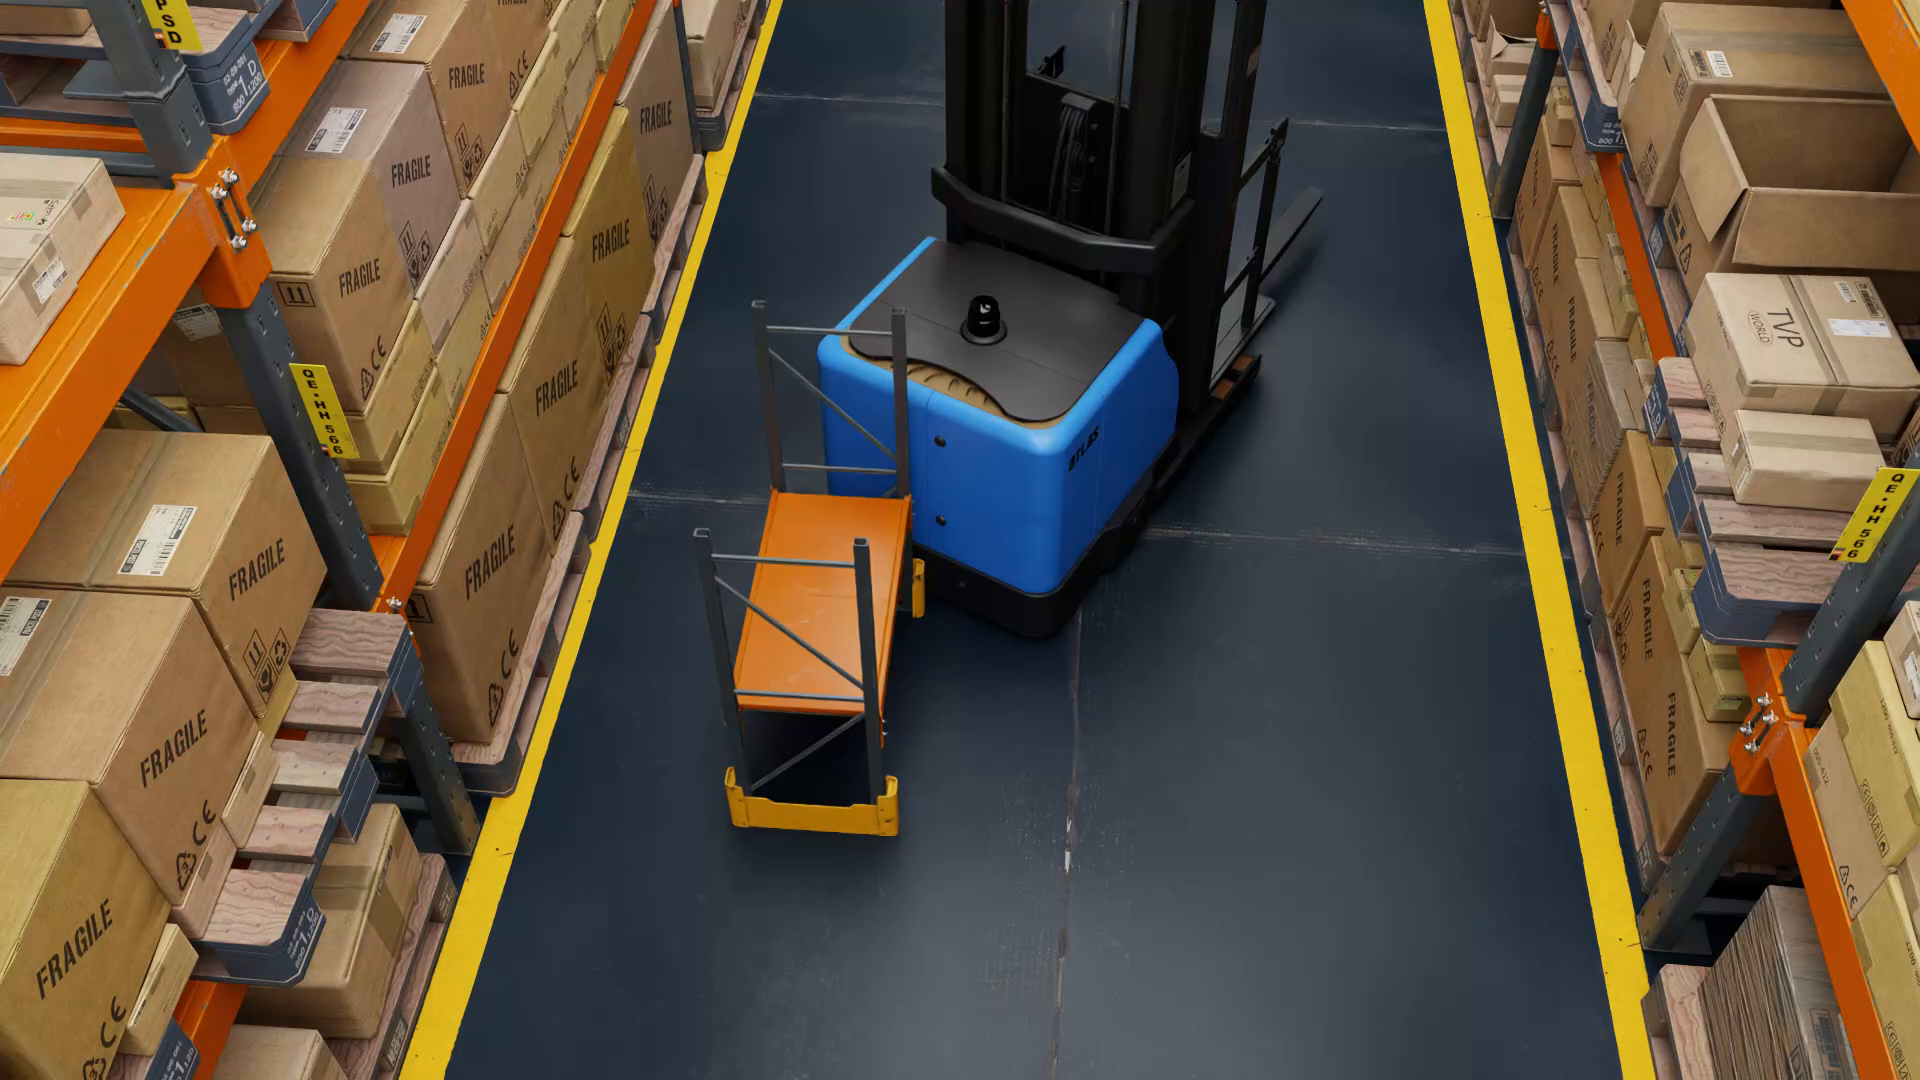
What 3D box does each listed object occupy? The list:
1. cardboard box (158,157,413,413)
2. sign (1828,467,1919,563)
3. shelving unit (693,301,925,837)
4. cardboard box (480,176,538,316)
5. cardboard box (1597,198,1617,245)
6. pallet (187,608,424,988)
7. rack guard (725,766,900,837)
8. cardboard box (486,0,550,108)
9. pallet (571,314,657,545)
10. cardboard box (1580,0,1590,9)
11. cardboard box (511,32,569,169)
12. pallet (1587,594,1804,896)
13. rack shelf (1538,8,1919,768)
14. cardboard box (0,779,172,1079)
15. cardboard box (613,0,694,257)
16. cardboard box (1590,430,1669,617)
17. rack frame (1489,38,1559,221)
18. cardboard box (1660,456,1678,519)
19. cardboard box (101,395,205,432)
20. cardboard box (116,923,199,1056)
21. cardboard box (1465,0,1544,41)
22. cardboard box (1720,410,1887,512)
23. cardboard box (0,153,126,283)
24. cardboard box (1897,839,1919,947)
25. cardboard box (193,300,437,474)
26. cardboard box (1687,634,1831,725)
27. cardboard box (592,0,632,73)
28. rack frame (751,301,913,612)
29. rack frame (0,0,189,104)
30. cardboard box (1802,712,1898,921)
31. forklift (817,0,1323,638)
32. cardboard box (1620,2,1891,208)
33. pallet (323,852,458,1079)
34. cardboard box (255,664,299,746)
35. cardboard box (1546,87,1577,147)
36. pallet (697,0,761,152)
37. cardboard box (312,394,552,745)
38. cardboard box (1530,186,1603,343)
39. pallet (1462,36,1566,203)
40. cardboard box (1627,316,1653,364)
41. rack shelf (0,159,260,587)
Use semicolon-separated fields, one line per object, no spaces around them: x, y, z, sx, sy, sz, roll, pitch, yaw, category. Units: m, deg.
-1.892;-0.711;4.623;0.500;0.500;0.500;2;48;2;cardboard box
2.221;-0.057;4.038;0.100;0.325;0.005;4;48;4;sign
-0.468;0.117;5.627;0.587;1.500;1.083;3;48;3;shelving unit
-1.803;-1.050;5.779;0.500;0.250;0.500;5;48;5;cardboard box
2.858;-1.273;6.852;0.380;0.149;0.250;3;48;3;cardboard box
-2.140;0.601;4.297;1.213;0.211;1.003;4;48;4;pallet
-0.507;0.905;5.753;0.587;0.250;0.087;3;48;3;rack guard
-1.745;-1.826;5.642;0.500;0.500;0.500;5;48;4;cardboard box
-1.920;-0.522;7.084;1.003;0.211;1.213;4;48;4;pallet
2.860;-2.438;6.594;0.700;0.500;0.500;5;48;5;cardboard box
-1.724;-1.585;5.930;0.500;0.250;0.500;5;48;4;cardboard box
2.868;0.732;5.938;1.003;0.211;1.213;4;48;4;pallet
2.945;-0.890;6.019;1.077;0.370;4.000;4;48;4;rack shelf
-2.027;0.834;3.400;0.500;0.500;0.500;1;48;1;cardboard box
-1.793;-1.897;7.608;0.875;0.875;0.875;5;48;5;cardboard box
2.688;-0.038;6.162;0.500;0.500;0.500;6;48;5;cardboard box
3.127;-2.603;7.098;1.000;3.000;0.127;4;48;4;rack frame
2.686;-0.144;5.819;0.380;0.149;0.250;5;48;5;cardboard box
-2.390;-0.485;4.924;0.500;0.250;0.500;4;48;3;cardboard box
-1.949;0.983;3.704;0.380;0.149;0.250;5;48;4;cardboard box
3.130;-3.009;8.878;0.700;0.500;0.500;2;48;2;cardboard box
2.440;-0.229;4.812;0.380;0.149;0.250;5;48;4;cardboard box
-2.001;-0.676;3.473;0.380;0.149;0.250;4;48;4;cardboard box
2.432;0.896;3.660;0.500;0.250;0.500;5;48;5;cardboard box
-1.889;-0.468;4.908;0.500;0.250;0.500;4;48;3;cardboard box
2.555;0.440;5.285;0.380;0.149;0.250;2;48;2;cardboard box
-1.654;-2.162;6.797;0.500;0.250;0.500;3;48;3;cardboard box
-0.430;-0.251;5.963;0.500;1.500;0.032;3;48;3;rack frame
-2.181;-2.019;2.498;1.000;3.000;0.127;4;48;4;rack frame
2.479;0.697;4.181;0.500;0.250;0.500;4;48;4;cardboard box
0.667;-1.694;6.313;1.130;2.935;3.031;24;52;21;forklift
2.741;-1.480;5.719;0.700;0.500;0.500;4;48;3;cardboard box
-2.254;1.521;5.216;1.003;0.211;1.213;4;48;4;pallet
-1.929;0.407;4.230;0.380;0.149;0.250;5;48;4;cardboard box
2.829;-1.874;7.401;0.380;0.149;0.250;6;48;5;cardboard box
-1.669;-2.546;8.936;1.003;0.211;1.213;4;48;4;pallet
-2.035;0.079;5.800;0.875;0.875;0.875;3;48;3;cardboard box
2.820;-1.168;7.195;0.500;0.500;0.500;3;48;3;cardboard box
3.191;-2.166;8.588;1.003;0.211;1.213;4;48;4;pallet
2.777;-0.710;6.336;0.380;0.149;0.250;4;48;4;cardboard box
-2.363;0.706;2.526;1.077;0.370;4.000;4;48;4;rack shelf
